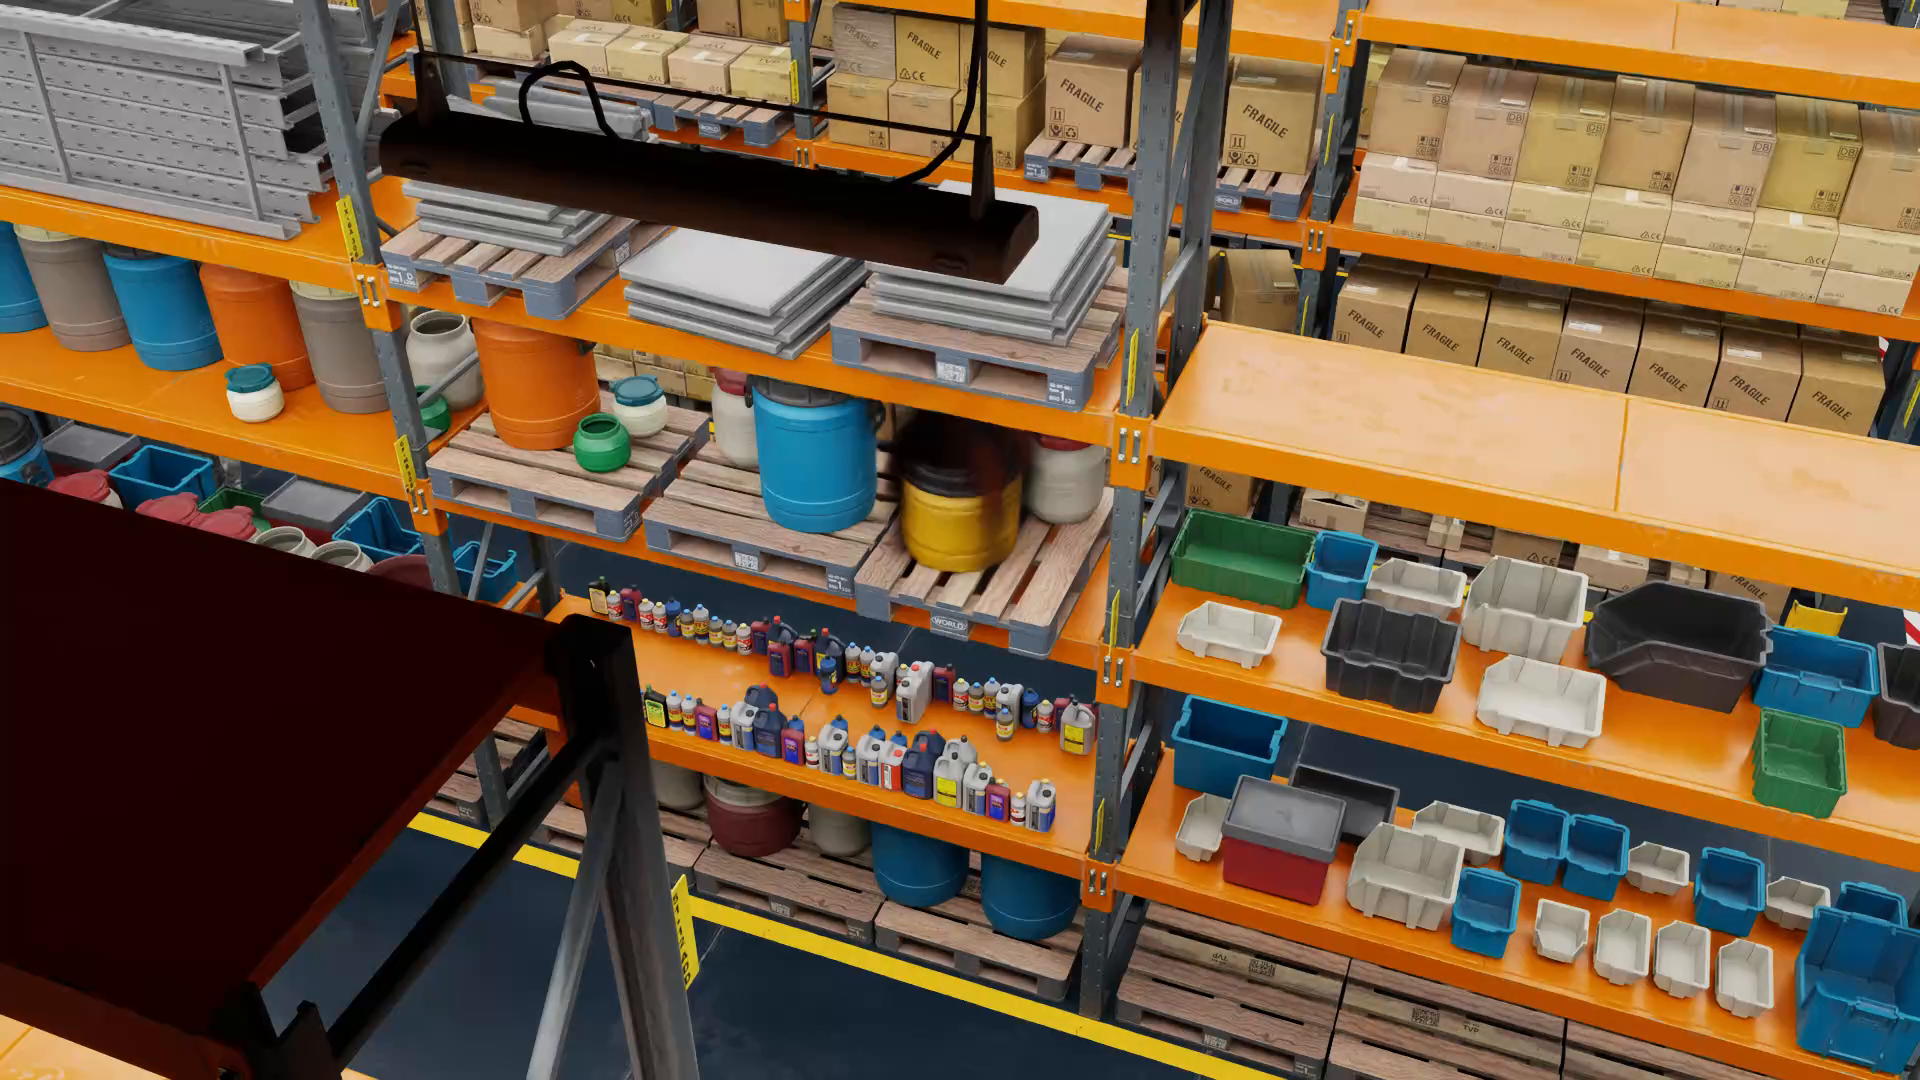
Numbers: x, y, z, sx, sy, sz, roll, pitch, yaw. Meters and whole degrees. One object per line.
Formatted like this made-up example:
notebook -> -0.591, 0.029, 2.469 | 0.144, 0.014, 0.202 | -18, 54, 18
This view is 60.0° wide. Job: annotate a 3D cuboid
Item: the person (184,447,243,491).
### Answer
person -> -6.092, -1.027, 13.397 | 0.526, 1.693, 0.380 | 18, 40, 23
